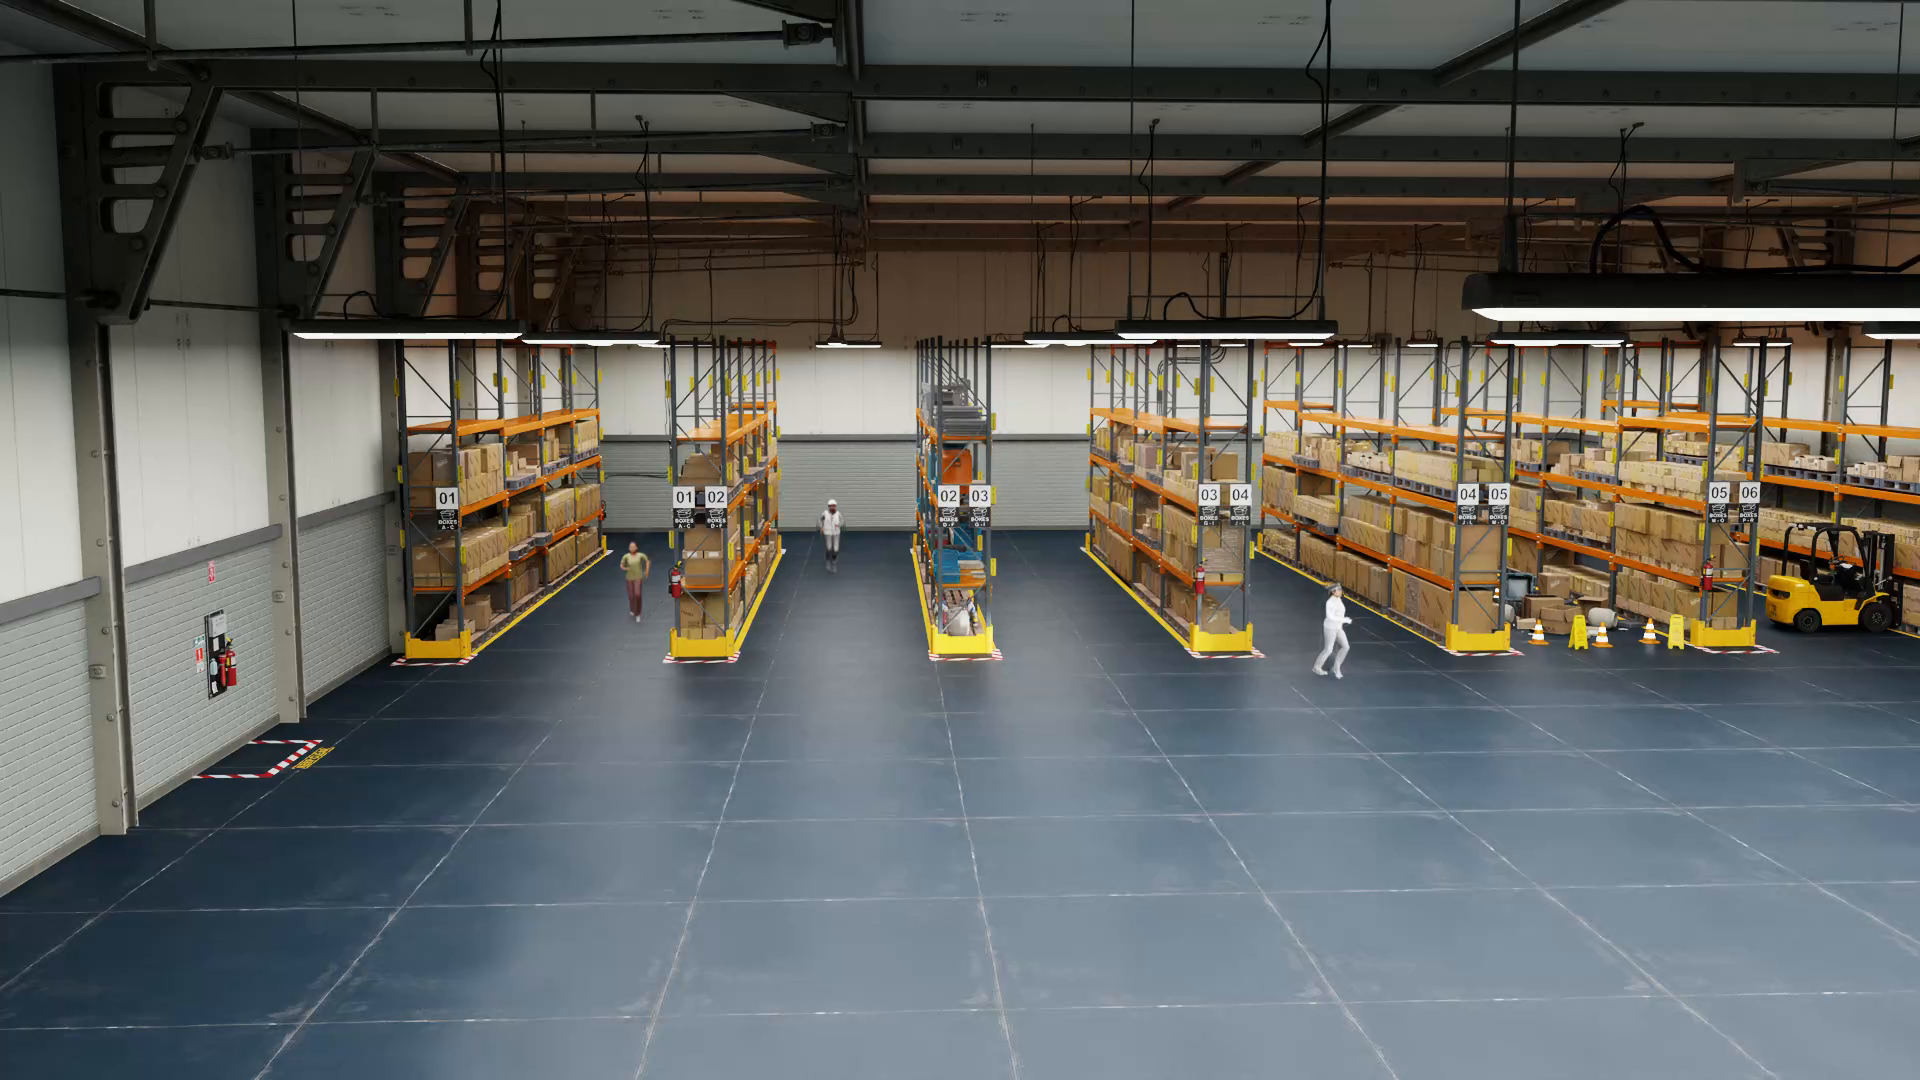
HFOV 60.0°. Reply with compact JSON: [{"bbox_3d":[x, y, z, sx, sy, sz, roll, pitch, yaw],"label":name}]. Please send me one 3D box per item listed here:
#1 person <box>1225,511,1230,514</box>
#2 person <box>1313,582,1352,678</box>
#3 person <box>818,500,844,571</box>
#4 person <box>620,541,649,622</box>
[{"bbox_3d":[7.723,-0.601,47.941,0.768,1.750,0.894,4,8,30],"label":"person"},{"bbox_3d":[6.566,1.596,29.169,0.708,1.748,0.627,5,8,37],"label":"person"},{"bbox_3d":[-3.266,-0.125,42.368,0.628,1.810,0.705,-2,7,-13],"label":"person"},{"bbox_3d":[-6.940,0.884,35.446,0.594,1.743,0.713,-1,7,-6],"label":"person"}]
